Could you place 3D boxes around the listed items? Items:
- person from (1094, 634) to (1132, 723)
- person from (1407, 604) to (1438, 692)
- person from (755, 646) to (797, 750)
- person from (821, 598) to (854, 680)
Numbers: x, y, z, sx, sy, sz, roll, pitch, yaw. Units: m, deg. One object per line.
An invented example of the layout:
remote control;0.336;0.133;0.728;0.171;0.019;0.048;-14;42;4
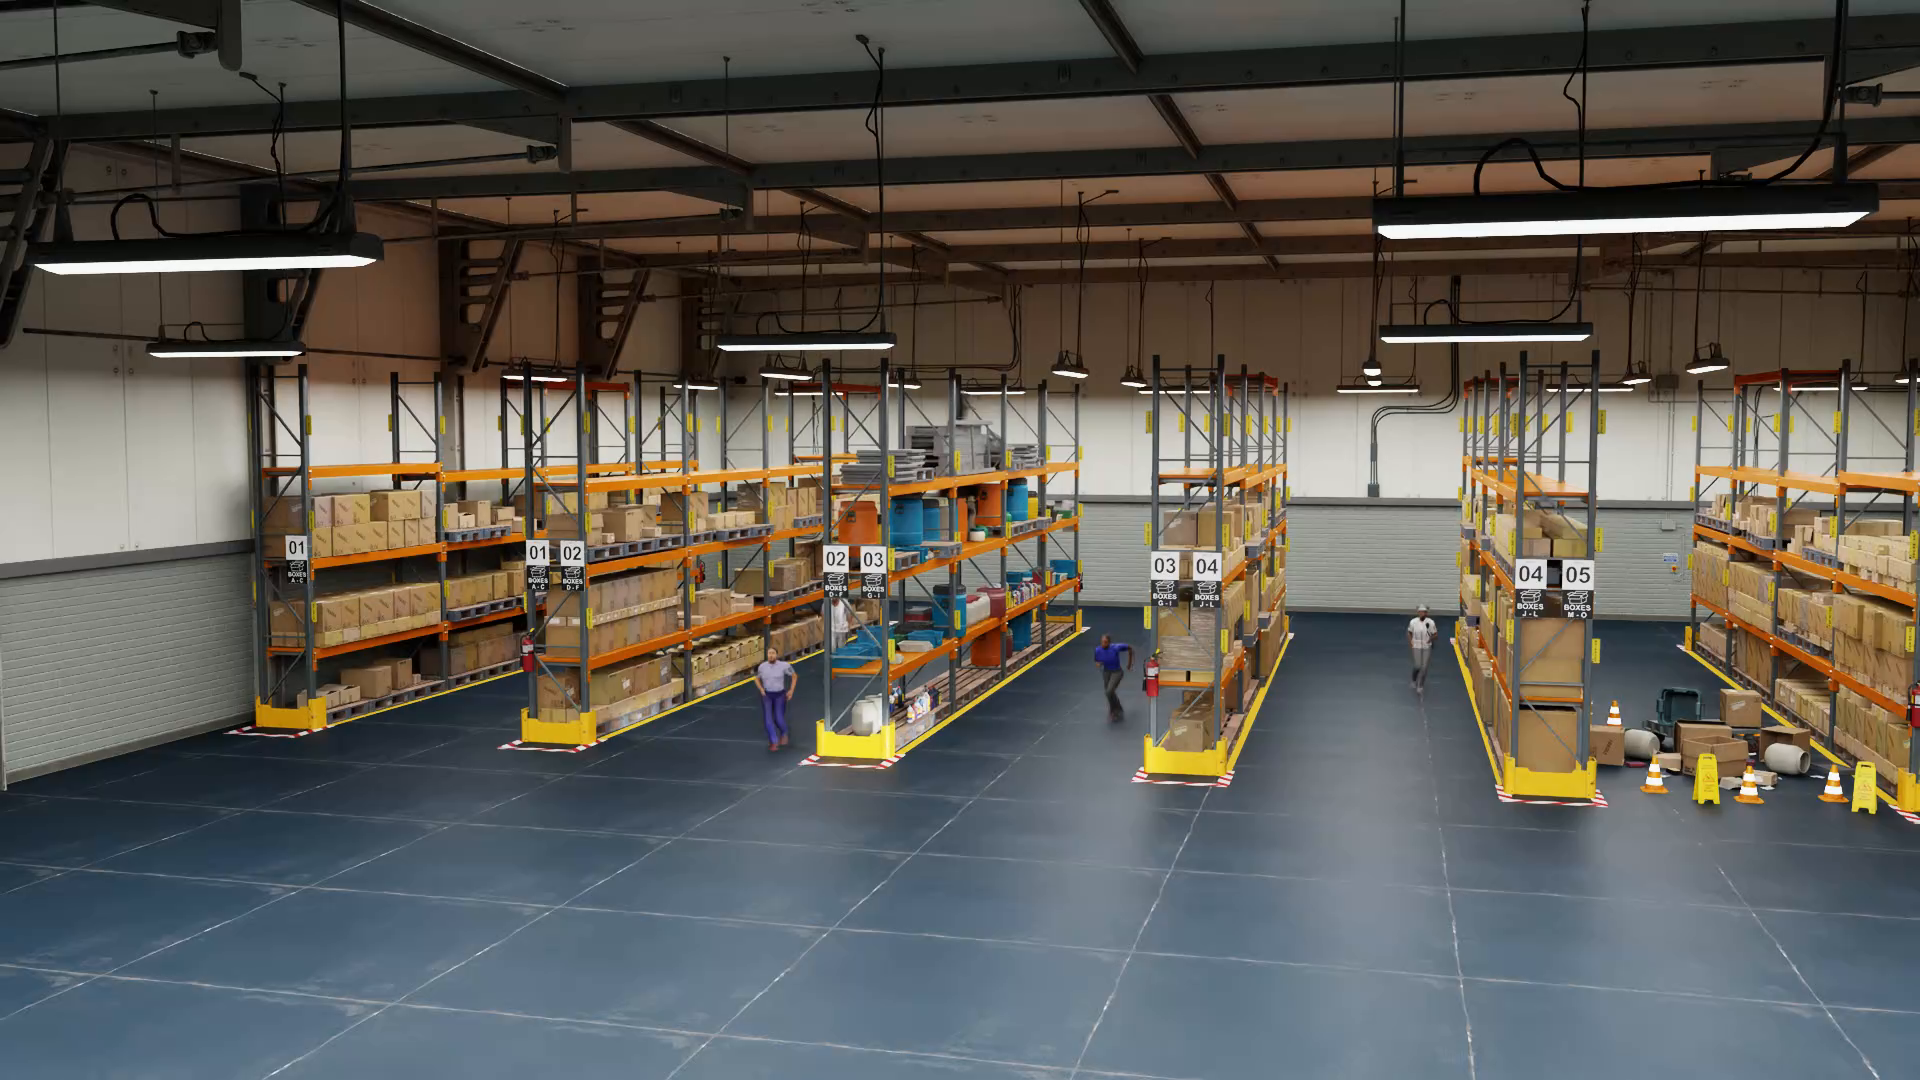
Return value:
person;2.593;2.322;28.040;0.610;1.558;0.946;2;4;26
person;8.642;2.025;31.073;0.560;1.667;0.567;1;4;14
person;-2.851;2.438;25.579;0.631;1.609;0.563;0;4;6
person;-2.445;1.842;33.115;0.676;1.793;0.813;0;4;6
